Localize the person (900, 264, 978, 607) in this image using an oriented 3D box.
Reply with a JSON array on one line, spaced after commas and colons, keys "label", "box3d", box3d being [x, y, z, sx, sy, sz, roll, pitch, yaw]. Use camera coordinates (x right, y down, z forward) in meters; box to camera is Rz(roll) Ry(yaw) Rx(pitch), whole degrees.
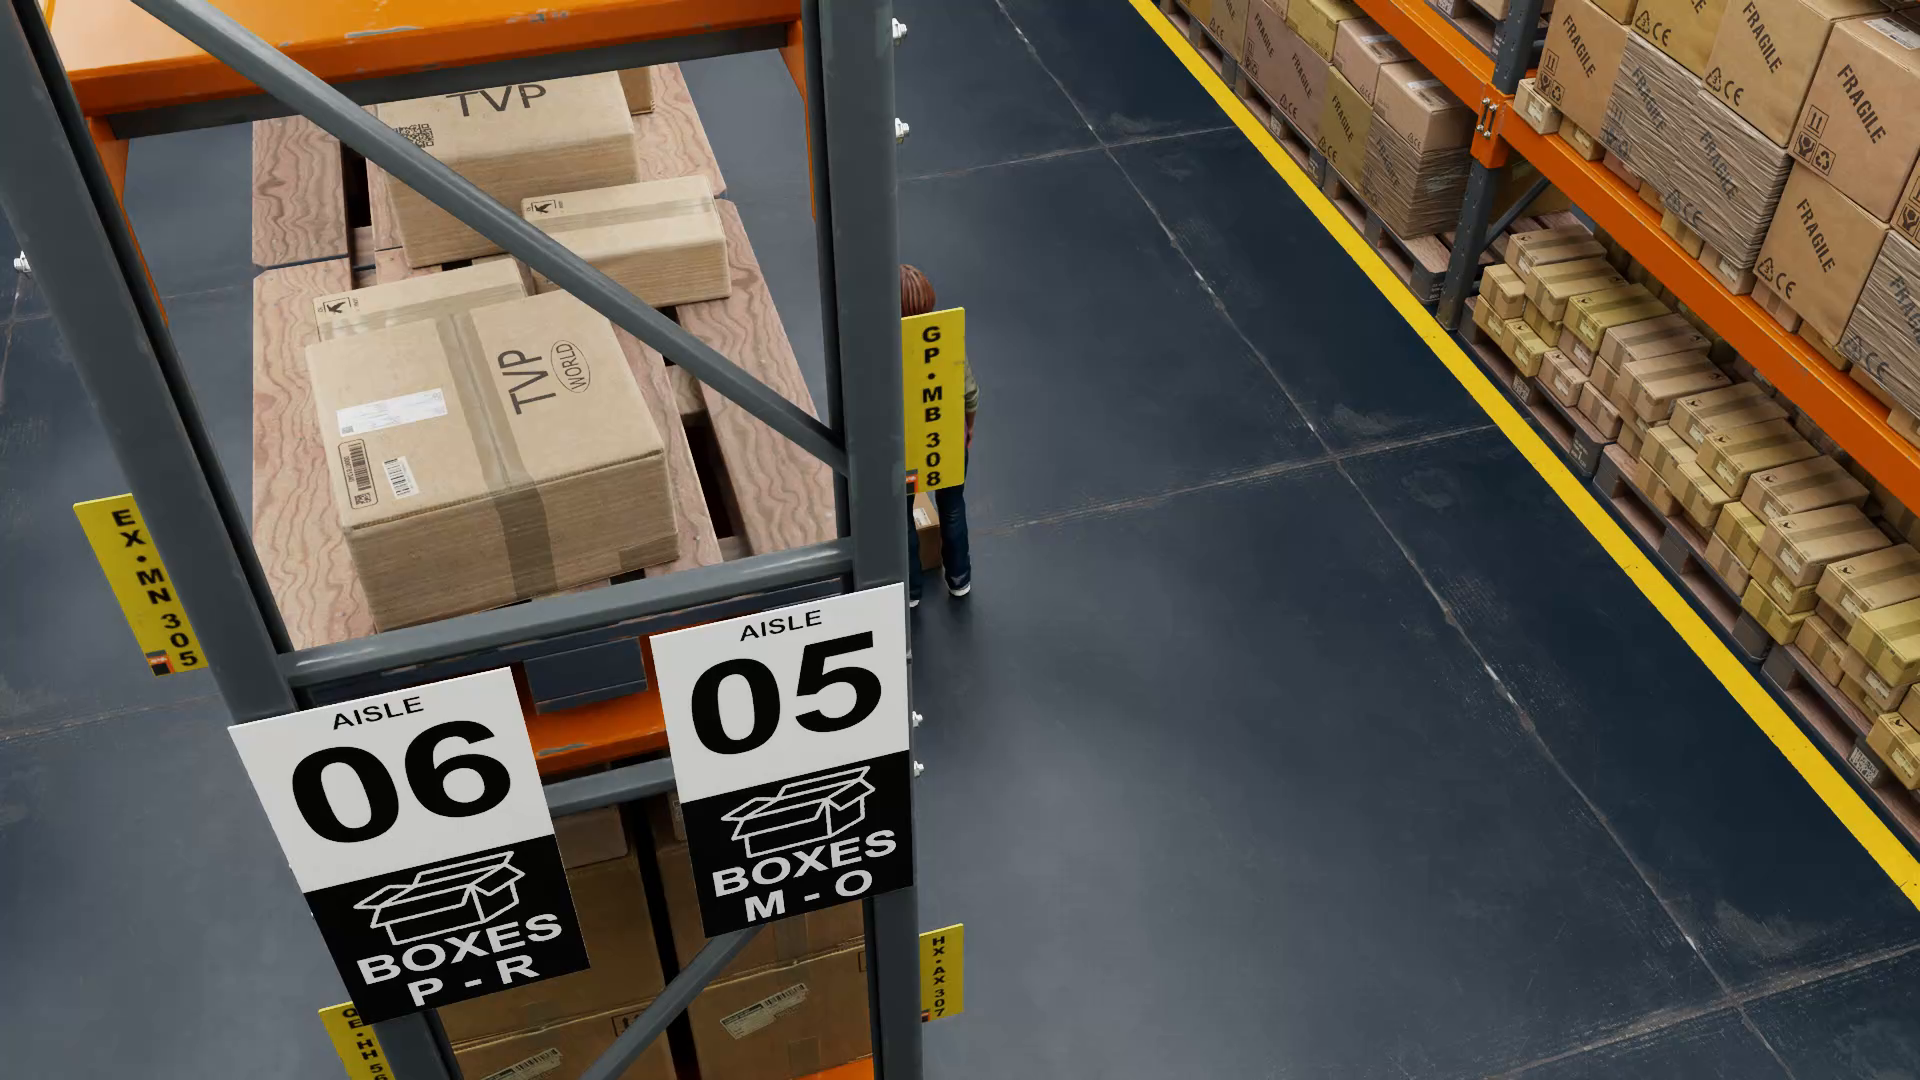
[{"label": "person", "box3d": [-0.152, -0.364, 6.572, 0.468, 1.579, 0.350, -14, 45, -15]}]
